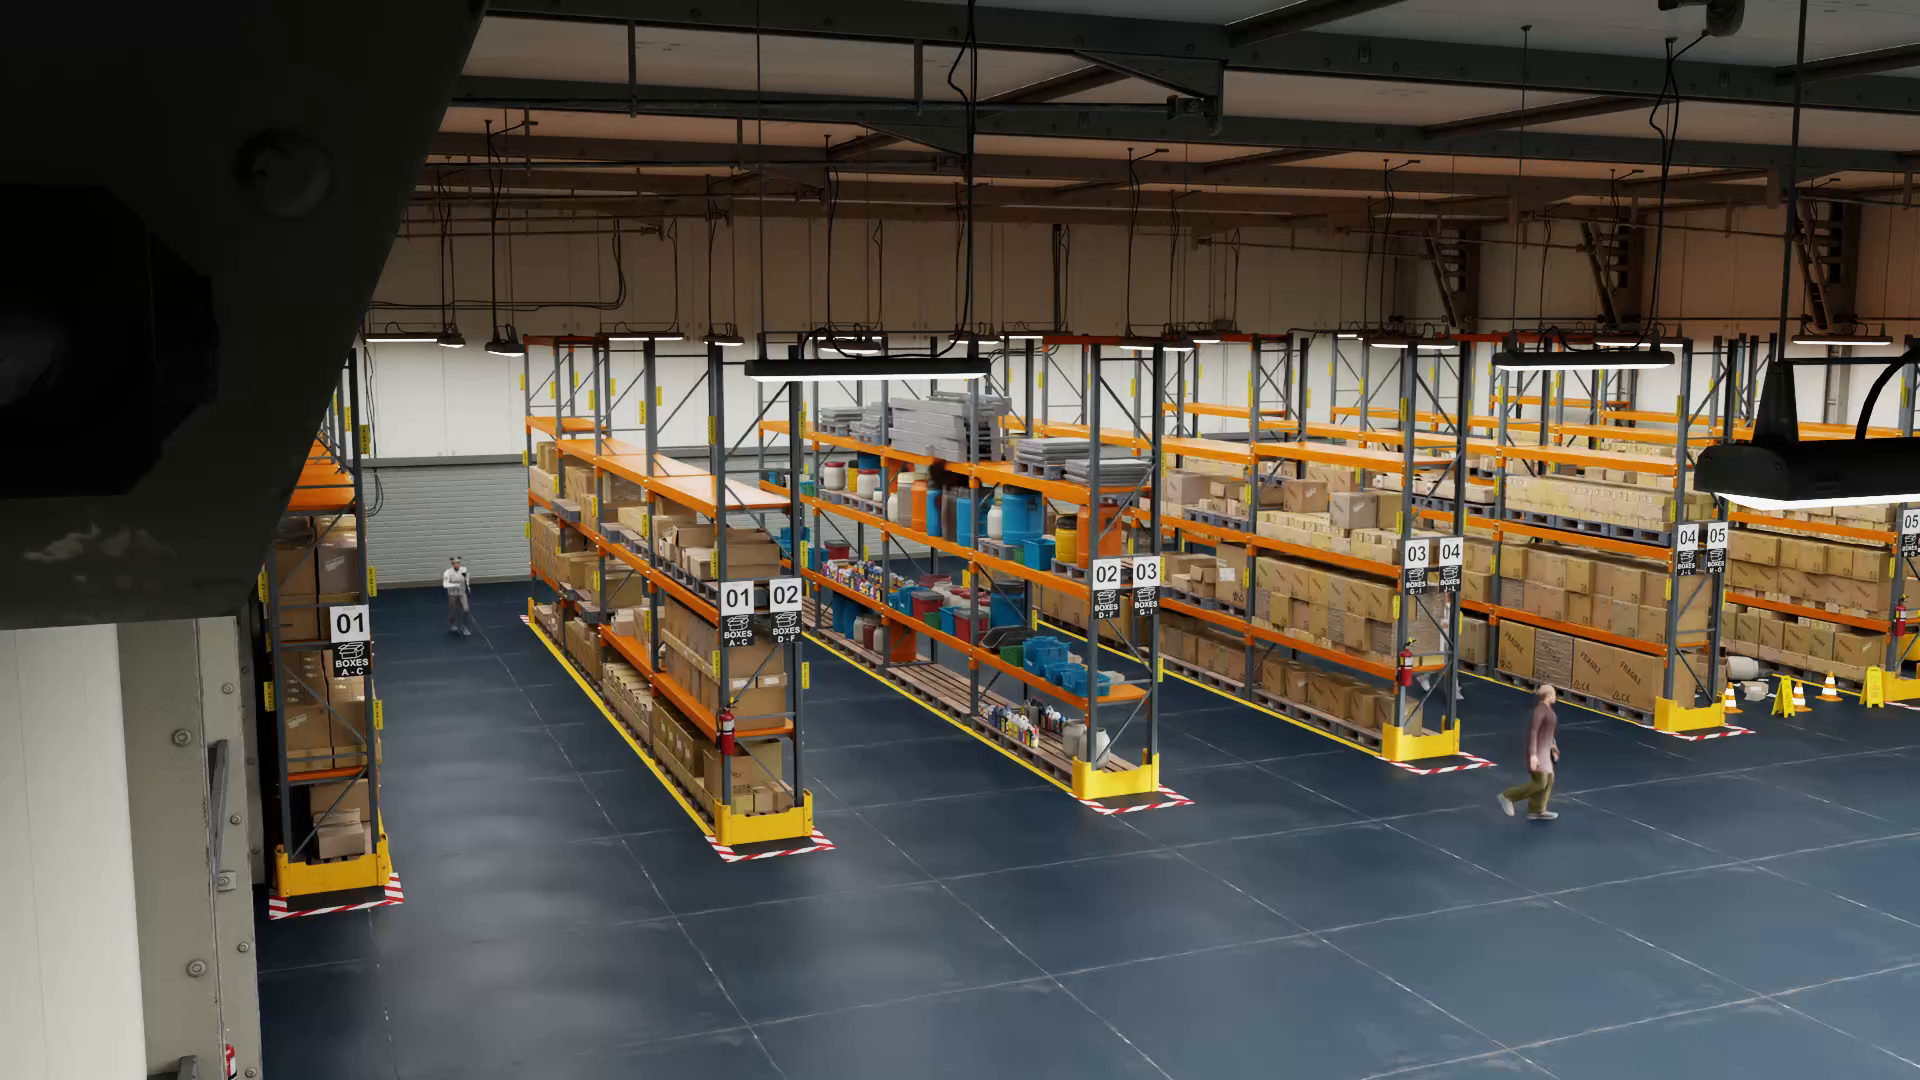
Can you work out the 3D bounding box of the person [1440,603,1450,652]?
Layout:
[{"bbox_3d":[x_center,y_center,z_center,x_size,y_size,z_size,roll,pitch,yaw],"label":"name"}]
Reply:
[{"bbox_3d":[8.086,1.496,27.860,0.714,0.929,0.473,-3,8,-21],"label":"person"}]

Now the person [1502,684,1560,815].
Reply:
[{"bbox_3d":[7.234,2.639,21.038,0.623,1.676,0.757,4,8,26],"label":"person"}]

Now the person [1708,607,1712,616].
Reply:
[{"bbox_3d":[15.099,1.036,33.382,0.711,1.756,0.926,-4,8,-27],"label":"person"}]

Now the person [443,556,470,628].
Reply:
[{"bbox_3d":[-10.055,1.036,33.237,0.554,1.504,0.900,-4,8,-26],"label":"person"}]
